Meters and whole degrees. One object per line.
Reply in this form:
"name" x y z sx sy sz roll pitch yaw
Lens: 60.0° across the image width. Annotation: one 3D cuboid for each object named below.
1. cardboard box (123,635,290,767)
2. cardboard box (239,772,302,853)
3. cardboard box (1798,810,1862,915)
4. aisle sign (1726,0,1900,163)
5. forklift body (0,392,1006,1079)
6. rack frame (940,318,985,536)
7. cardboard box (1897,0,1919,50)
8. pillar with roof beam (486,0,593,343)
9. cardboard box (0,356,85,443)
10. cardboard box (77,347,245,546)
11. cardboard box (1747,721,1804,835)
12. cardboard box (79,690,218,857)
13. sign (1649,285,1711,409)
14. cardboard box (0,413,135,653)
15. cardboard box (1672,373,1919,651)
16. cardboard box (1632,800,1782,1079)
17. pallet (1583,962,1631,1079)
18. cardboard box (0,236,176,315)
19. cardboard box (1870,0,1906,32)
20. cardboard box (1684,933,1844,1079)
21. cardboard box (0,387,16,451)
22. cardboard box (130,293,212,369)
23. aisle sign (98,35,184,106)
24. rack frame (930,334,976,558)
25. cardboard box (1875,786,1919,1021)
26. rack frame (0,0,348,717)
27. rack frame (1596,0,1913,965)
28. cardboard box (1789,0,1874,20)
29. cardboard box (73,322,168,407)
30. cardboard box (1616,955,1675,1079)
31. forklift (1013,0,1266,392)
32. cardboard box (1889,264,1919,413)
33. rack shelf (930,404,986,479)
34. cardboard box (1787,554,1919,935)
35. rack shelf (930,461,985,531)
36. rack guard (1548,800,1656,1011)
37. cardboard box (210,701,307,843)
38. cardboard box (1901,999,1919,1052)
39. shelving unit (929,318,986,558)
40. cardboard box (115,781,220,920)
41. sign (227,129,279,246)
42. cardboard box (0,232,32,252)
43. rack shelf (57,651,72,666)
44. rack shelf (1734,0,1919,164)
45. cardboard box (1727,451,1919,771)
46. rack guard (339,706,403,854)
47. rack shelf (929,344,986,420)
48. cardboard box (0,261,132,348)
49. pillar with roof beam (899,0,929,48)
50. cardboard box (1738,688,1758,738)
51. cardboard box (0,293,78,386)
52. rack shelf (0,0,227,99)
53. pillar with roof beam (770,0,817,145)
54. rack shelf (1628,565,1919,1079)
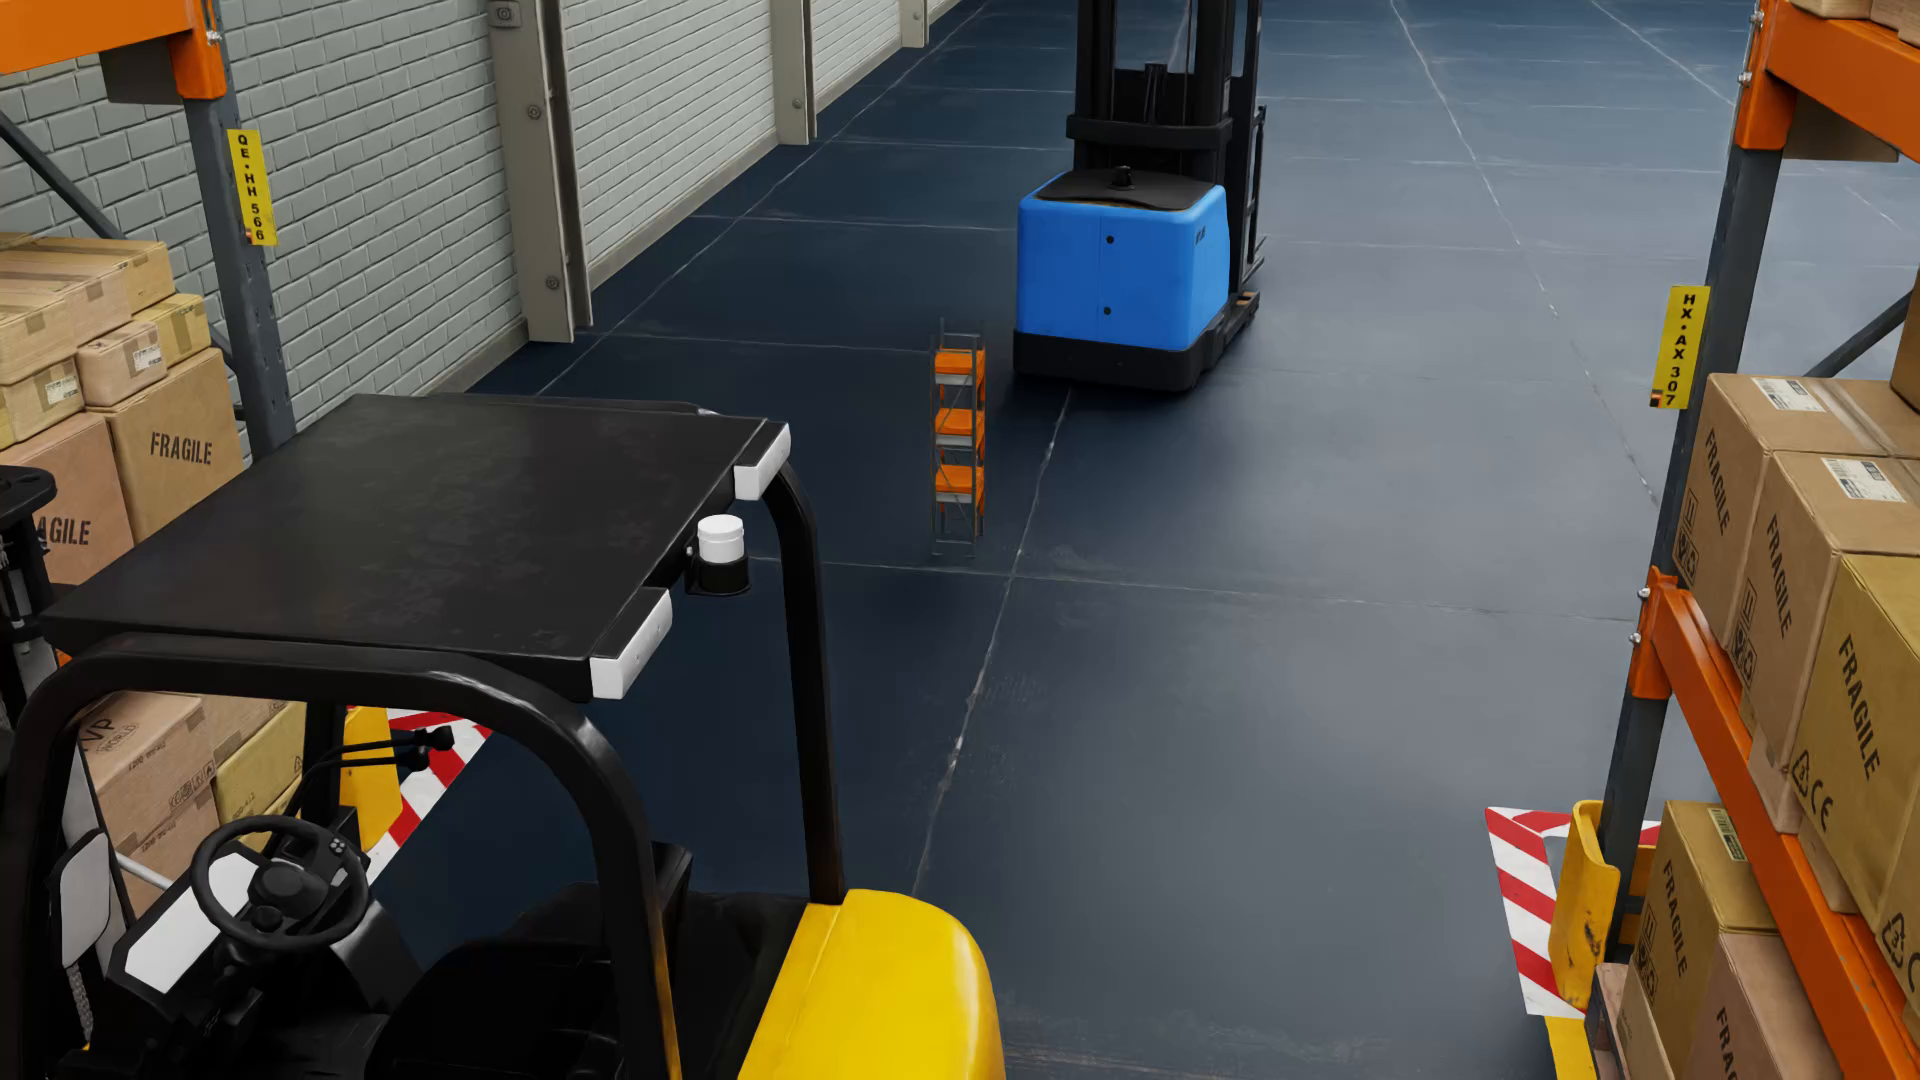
"cardboard box" -2.294 0.415 4.895 0.500 0.250 0.500 5 26 10
"cardboard box" -2.291 0.872 5.098 0.500 0.250 0.500 4 25 9
"cardboard box" 1.865 0.607 3.211 0.380 0.149 0.250 5 25 10
"aisle sign" 2.076 -1.284 3.889 0.394 0.787 0.004 4 25 9
"forklift body" -1.036 0.902 3.286 2.313 2.155 1.214 4 25 9
"rack frame" 0.011 -0.504 7.589 0.200 1.050 0.008 4 25 9
"cardboard box" 1.965 -0.964 3.029 0.380 0.149 0.250 5 25 10
"pillar with roof beam" 1.698 -5.101 8.034 9.100 9.000 0.400 4 25 9
"cardboard box" -2.422 -0.363 4.105 0.380 0.149 0.250 4 25 10
"cardboard box" -2.348 -0.223 4.571 0.500 0.500 0.500 3 25 7
"cardboard box" 1.874 0.497 3.447 0.380 0.149 0.250 4 25 9
"cardboard box" -2.372 0.629 4.438 0.500 0.250 0.500 4 25 9
"sign" 1.836 -0.489 4.236 0.100 0.325 0.005 4 25 9
"cardboard box" -2.442 -0.007 4.108 0.500 0.500 0.500 5 26 10
"cardboard box" 2.020 -0.061 3.873 0.500 0.500 0.500 4 25 8
"cardboard box" 1.963 0.984 3.973 0.500 0.500 0.500 3 25 7
"pallet" 2.191 1.572 4.142 1.003 0.211 1.213 4 25 9
"cardboard box" -2.377 -0.711 4.497 0.380 0.149 0.250 4 25 9
"cardboard box" 2.042 -1.072 3.260 0.380 0.149 0.250 3 25 7
"cardboard box" 1.882 1.203 3.505 0.500 0.500 0.500 3 25 7
"cardboard box" -2.474 -0.261 3.885 0.380 0.149 0.250 4 25 8
"cardboard box" -2.307 -0.577 4.560 0.380 0.149 0.250 4 25 9
"aisle sign" -2.226 -1.586 4.535 0.394 0.787 0.004 4 25 9
"rack frame" -0.029 -0.402 7.371 0.200 1.050 0.008 4 25 9
"cardboard box" 1.782 0.583 2.498 0.500 0.500 0.500 4 25 7
"rack frame" -2.526 -0.402 5.070 1.000 3.000 0.127 4 25 9
"rack frame" 2.371 -0.060 4.339 1.000 3.000 0.127 4 25 9
"cardboard box" 1.997 -1.188 3.508 0.380 0.149 0.250 4 25 9
"cardboard box" -2.319 -0.468 4.328 0.380 0.149 0.250 4 25 9
"cardboard box" 1.967 1.314 4.153 0.500 0.250 0.500 4 25 8
"forklift" 1.318 -2.762 10.193 1.130 2.935 3.031 9 27 19
"cardboard box" 2.503 -0.464 3.554 0.700 0.500 0.500 3 25 7
"rack shelf" -0.009 -0.444 7.484 0.215 0.259 0.240 4 25 9
"cardboard box" 1.857 0.369 2.954 0.500 0.500 0.500 4 25 7
"rack shelf" -0.009 -0.192 7.602 0.215 0.259 0.240 4 25 9
"rack guard" 2.359 1.104 4.801 1.175 0.500 0.348 4 25 9
"cardboard box" -2.297 0.652 4.977 0.500 0.250 0.500 4 25 8
"cardboard box" 1.809 0.830 2.734 0.380 0.149 0.250 3 25 7
"shelving unit" -0.009 -0.453 7.480 0.215 1.050 0.252 4 25 9
"cardboard box" -2.390 0.861 4.531 0.500 0.250 0.500 4 25 8
"sign" -1.993 -0.990 4.682 0.100 0.325 0.005 4 25 9
"cardboard box" -2.792 -0.750 4.580 0.380 0.149 0.250 4 25 8
"rack shelf" -2.853 0.760 3.436 1.077 0.370 4.000 4 25 9
"rack shelf" 2.044 -0.256 2.069 1.077 0.370 4.000 4 25 9
"cardboard box" 1.939 0.156 3.409 0.500 0.500 0.500 5 26 10
"rack guard" -2.522 0.720 5.622 1.175 0.500 0.348 4 25 9
"rack shelf" -0.009 -0.701 7.364 0.215 0.259 0.240 4 25 9
"cardboard box" -2.387 -0.606 4.272 0.380 0.149 0.250 4 25 9
"pillar with roof beam" 3.660 -10.120 18.756 9.100 9.000 0.400 4 25 9
"cardboard box" 1.961 0.394 3.667 0.380 0.149 0.250 3 25 7
"cardboard box" -2.403 -0.495 4.035 0.380 0.149 0.250 5 25 10
"rack shelf" -2.853 -0.598 2.800 1.077 0.370 4.000 4 25 9
"pillar with roof beam" 2.679 -7.611 13.395 9.100 9.000 0.400 4 25 9
"rack shelf" 2.044 1.103 2.705 1.077 0.370 4.000 4 25 9
